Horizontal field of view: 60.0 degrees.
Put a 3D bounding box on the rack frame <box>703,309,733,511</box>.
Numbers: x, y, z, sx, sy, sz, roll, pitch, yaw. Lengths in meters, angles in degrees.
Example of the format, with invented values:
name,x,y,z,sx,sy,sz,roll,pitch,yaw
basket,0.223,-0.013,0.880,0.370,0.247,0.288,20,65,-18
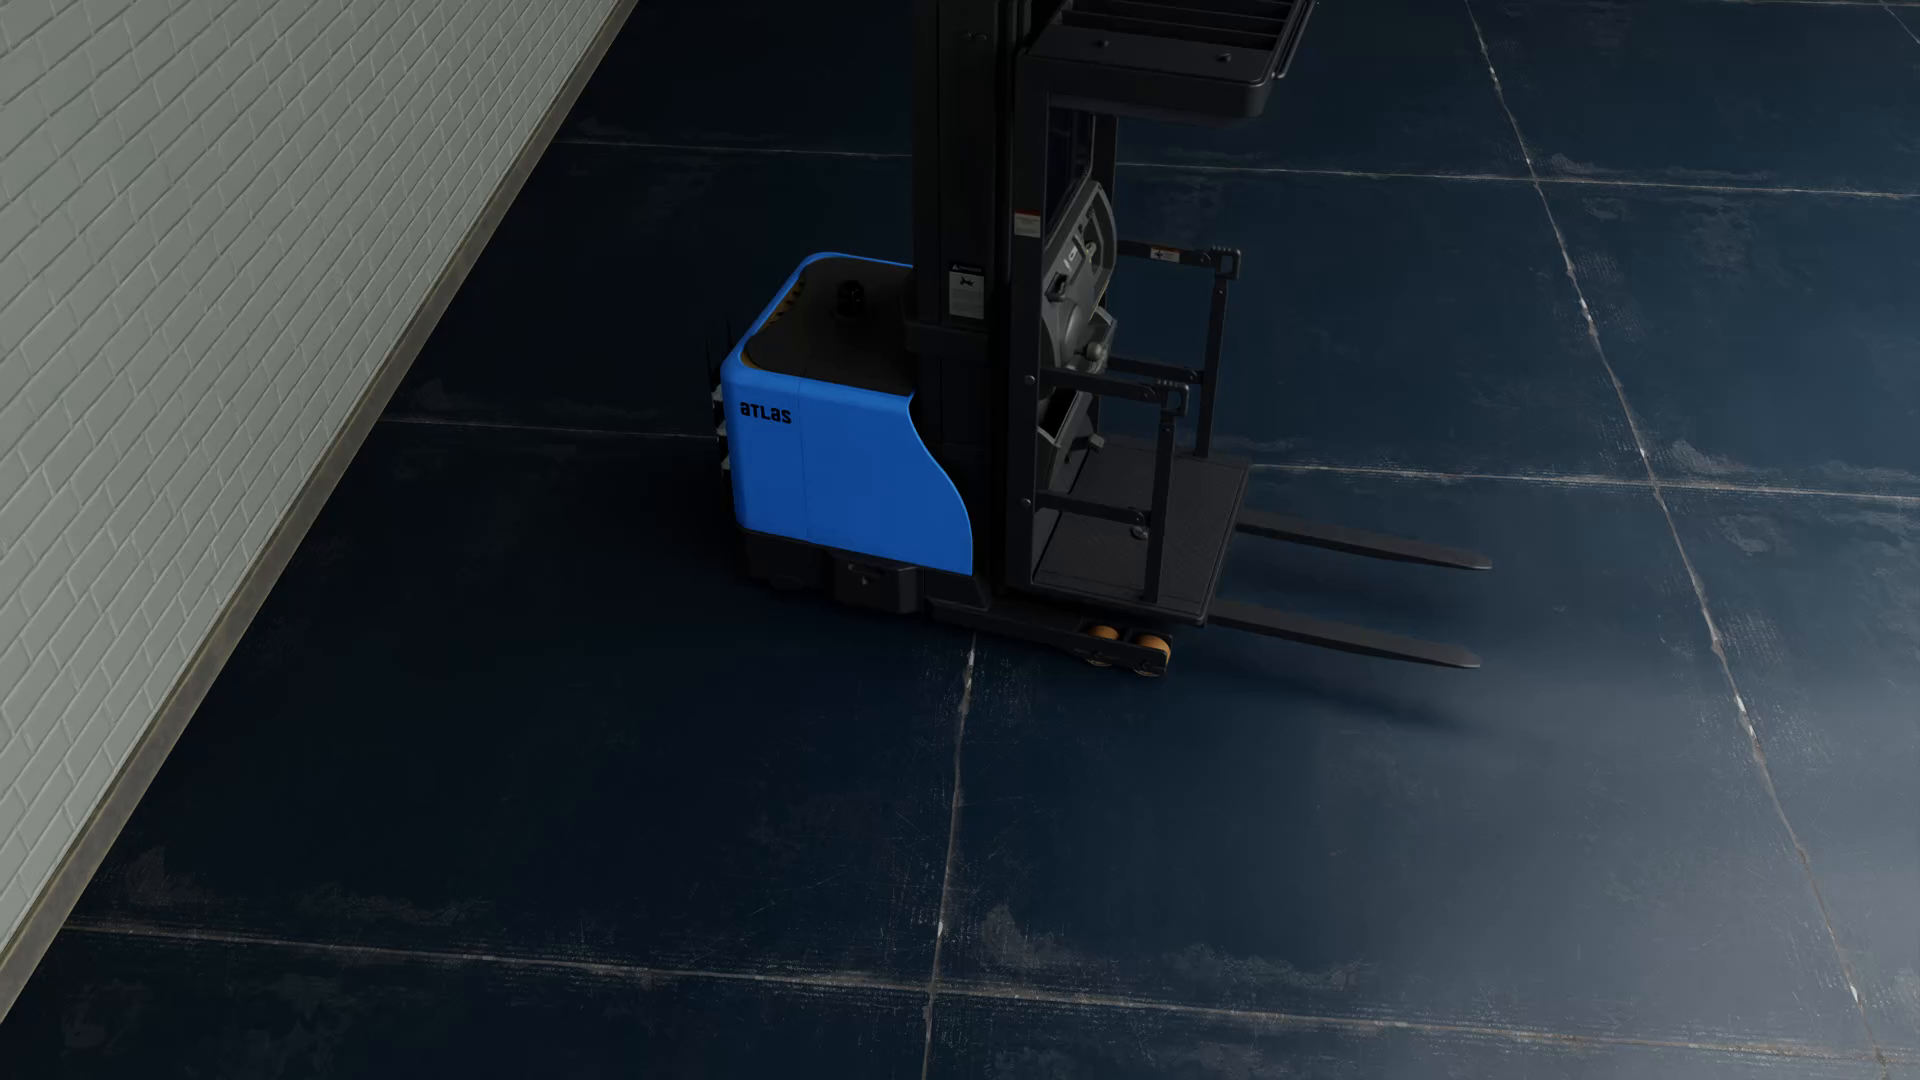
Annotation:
name,x,y,z,sx,sy,sz,roll,pitch,yaw
rack frame,-1.009,-0.550,7.213,0.006,0.900,0.240,10,40,14

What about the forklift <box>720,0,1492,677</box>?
name,x,y,z,sx,sy,sz,roll,pitch,yaw
forklift,0.632,-0.973,6.124,3.031,2.935,1.130,11,41,14

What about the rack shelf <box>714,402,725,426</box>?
name,x,y,z,sx,sy,sz,roll,pitch,yaw
rack shelf,-0.913,-0.577,7.153,0.200,0.077,0.258,10,40,14

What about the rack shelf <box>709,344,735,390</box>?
name,x,y,z,sx,sy,sz,roll,pitch,yaw
rack shelf,-0.917,-0.718,7.040,0.200,0.077,0.258,10,40,14

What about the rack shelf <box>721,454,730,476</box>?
name,x,y,z,sx,sy,sz,roll,pitch,yaw
rack shelf,-0.907,-0.367,7.322,0.200,0.077,0.258,10,40,14

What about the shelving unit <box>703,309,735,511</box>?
name,x,y,z,sx,sy,sz,roll,pitch,yaw
shelving unit,-0.912,-0.533,7.188,0.210,0.900,0.258,10,40,14

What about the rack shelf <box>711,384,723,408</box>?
name,x,y,z,sx,sy,sz,roll,pitch,yaw
rack shelf,-0.915,-0.647,7.097,0.200,0.077,0.258,10,40,14

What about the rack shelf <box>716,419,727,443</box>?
name,x,y,z,sx,sy,sz,roll,pitch,yaw
rack shelf,-0.911,-0.507,7.209,0.200,0.077,0.258,10,40,14

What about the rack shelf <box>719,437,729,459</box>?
name,x,y,z,sx,sy,sz,roll,pitch,yaw
rack shelf,-0.909,-0.437,7.266,0.200,0.077,0.258,10,40,14
